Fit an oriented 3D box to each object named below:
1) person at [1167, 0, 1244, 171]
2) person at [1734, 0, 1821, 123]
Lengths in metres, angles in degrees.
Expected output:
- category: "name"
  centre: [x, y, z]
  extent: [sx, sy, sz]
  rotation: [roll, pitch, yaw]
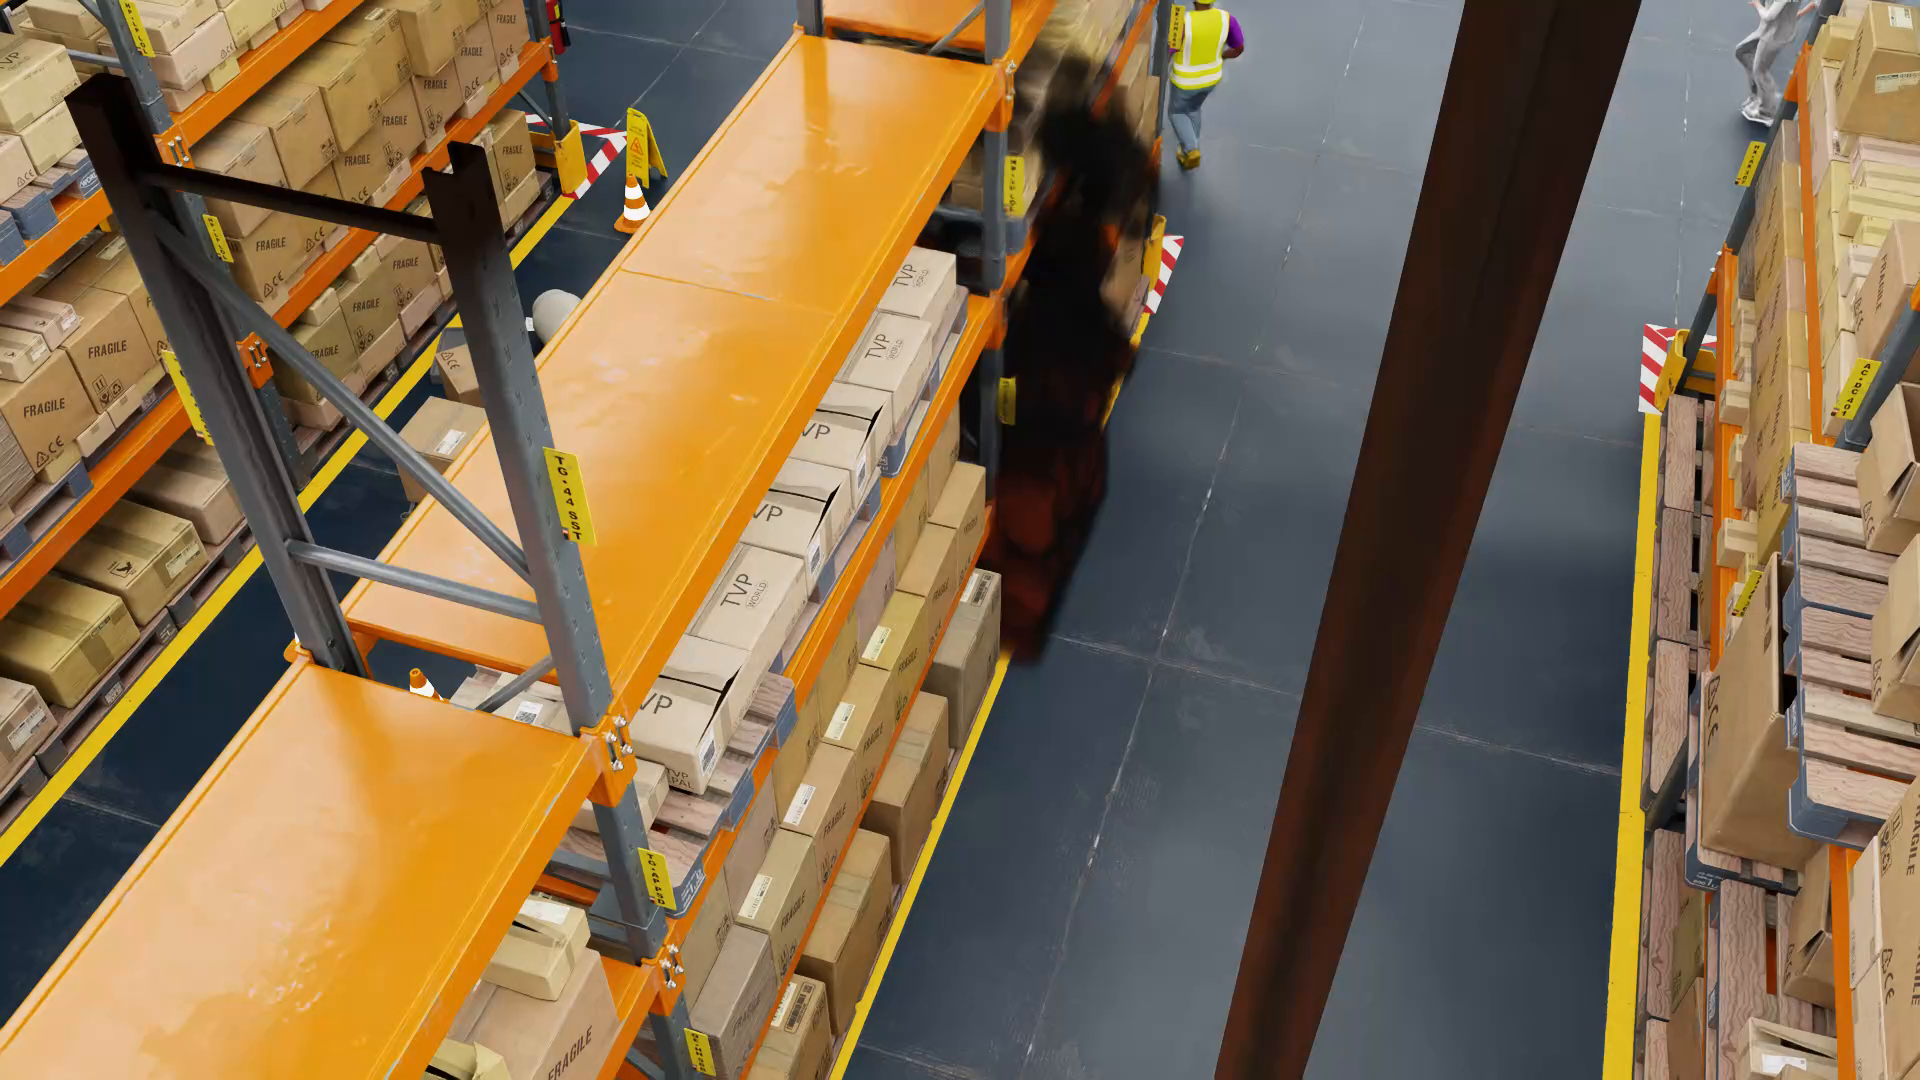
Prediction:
- category: "person"
  centre: [1.946, -3.762, 13.618]
  extent: [0.737, 1.730, 0.630]
  rotation: [-12, 47, -12]
- category: "person"
  centre: [6.963, -4.351, 14.268]
  extent: [0.600, 1.568, 0.522]
  rotation: [30, 53, 26]
